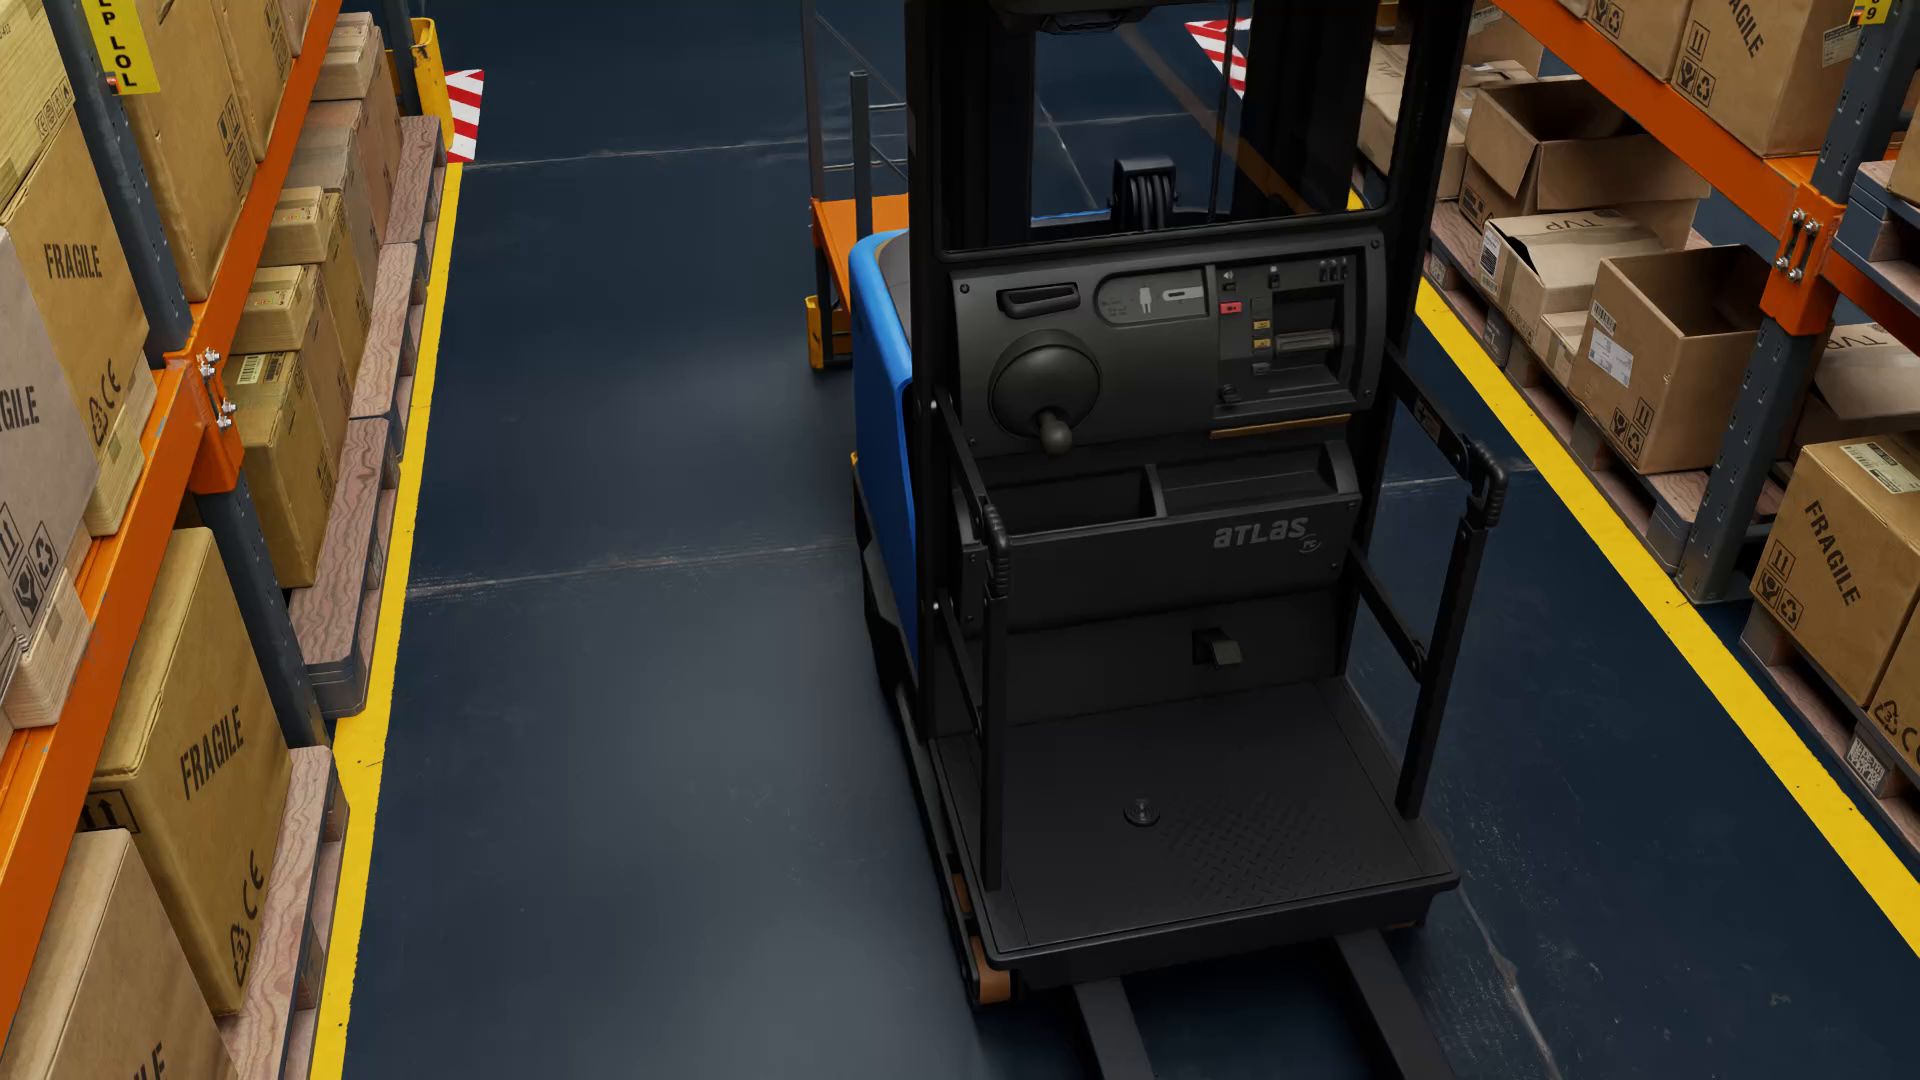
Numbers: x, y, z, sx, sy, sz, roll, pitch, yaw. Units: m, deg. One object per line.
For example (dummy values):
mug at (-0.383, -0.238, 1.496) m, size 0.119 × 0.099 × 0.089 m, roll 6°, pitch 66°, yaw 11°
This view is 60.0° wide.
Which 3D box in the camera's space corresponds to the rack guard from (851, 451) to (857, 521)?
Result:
rack guard at (-0.048, -0.189, 5.290) m, size 0.587 × 0.250 × 0.087 m, roll -8°, pitch 38°, yaw -10°

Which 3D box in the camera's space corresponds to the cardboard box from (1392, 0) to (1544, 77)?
cardboard box at (2.319, -2.373, 7.539) m, size 0.500 × 0.500 × 0.500 m, roll -6°, pitch 38°, yaw -8°

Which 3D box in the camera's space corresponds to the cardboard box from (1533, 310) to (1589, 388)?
cardboard box at (2.178, -0.654, 5.612) m, size 0.380 × 0.149 × 0.250 m, roll -6°, pitch 38°, yaw -8°

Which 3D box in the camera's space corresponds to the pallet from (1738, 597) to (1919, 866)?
pallet at (2.862, 0.516, 4.414) m, size 1.003 × 0.211 × 1.213 m, roll -6°, pitch 38°, yaw -8°

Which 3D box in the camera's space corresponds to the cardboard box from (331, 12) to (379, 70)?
cardboard box at (-2.472, -1.918, 6.441) m, size 0.380 × 0.149 × 0.250 m, roll -7°, pitch 38°, yaw -8°

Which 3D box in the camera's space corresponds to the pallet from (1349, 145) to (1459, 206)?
pallet at (2.135, -1.860, 7.472) m, size 1.003 × 0.211 × 1.213 m, roll -6°, pitch 38°, yaw -8°

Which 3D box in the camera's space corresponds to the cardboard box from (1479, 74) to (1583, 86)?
cardboard box at (2.456, -1.697, 6.873) m, size 0.500 × 0.250 × 0.500 m, roll -6°, pitch 38°, yaw -8°

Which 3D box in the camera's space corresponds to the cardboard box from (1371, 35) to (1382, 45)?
cardboard box at (1.716, -2.246, 7.662) m, size 0.380 × 0.149 × 0.250 m, roll -6°, pitch 38°, yaw -8°

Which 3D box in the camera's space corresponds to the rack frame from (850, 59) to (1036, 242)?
rack frame at (-0.044, -0.671, 4.892) m, size 0.500 × 1.500 × 0.032 m, roll -8°, pitch 38°, yaw -10°

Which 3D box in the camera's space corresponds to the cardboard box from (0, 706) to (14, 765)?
cardboard box at (-1.706, 0.347, 2.547) m, size 0.380 × 0.149 × 0.250 m, roll -6°, pitch 38°, yaw -8°

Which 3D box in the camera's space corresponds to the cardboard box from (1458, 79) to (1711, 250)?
cardboard box at (2.348, -1.395, 6.276) m, size 0.797 × 0.503 × 0.637 m, roll -6°, pitch 38°, yaw -8°

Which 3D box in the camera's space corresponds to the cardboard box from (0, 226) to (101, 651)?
cardboard box at (-1.766, -0.143, 2.649) m, size 0.500 × 0.500 × 0.500 m, roll -6°, pitch 38°, yaw -8°

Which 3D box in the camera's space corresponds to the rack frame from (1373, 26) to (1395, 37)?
rack frame at (1.981, -3.488, 7.295) m, size 1.000 × 3.000 × 0.127 m, roll -6°, pitch 38°, yaw -8°

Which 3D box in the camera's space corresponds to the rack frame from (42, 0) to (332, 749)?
rack frame at (-2.194, -0.537, 3.497) m, size 1.000 × 3.000 × 0.127 m, roll -6°, pitch 38°, yaw -8°

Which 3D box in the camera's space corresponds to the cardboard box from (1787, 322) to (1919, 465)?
cardboard box at (2.821, -0.461, 5.232) m, size 0.500 × 0.311 × 0.500 m, roll -6°, pitch 38°, yaw -8°

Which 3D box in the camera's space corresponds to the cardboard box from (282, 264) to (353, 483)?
cardboard box at (-2.309, -0.483, 5.121) m, size 0.700 × 0.500 × 0.500 m, roll -7°, pitch 38°, yaw -8°

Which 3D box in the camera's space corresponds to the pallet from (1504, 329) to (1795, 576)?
pallet at (2.563, -0.386, 5.575) m, size 1.003 × 0.211 × 1.213 m, roll -6°, pitch 38°, yaw -8°

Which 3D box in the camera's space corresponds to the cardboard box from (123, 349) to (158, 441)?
cardboard box at (-1.856, -0.272, 3.344) m, size 0.380 × 0.149 × 0.250 m, roll -6°, pitch 38°, yaw -8°

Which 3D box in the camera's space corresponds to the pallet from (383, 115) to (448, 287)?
pallet at (-2.678, -1.378, 6.851) m, size 1.003 × 0.211 × 1.213 m, roll -6°, pitch 38°, yaw -8°

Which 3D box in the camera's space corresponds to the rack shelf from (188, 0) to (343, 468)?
rack shelf at (-2.545, -1.461, 5.272) m, size 1.077 × 0.370 × 4.000 m, roll -6°, pitch 38°, yaw -8°

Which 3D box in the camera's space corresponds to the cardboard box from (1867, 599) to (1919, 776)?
cardboard box at (2.631, 0.380, 3.994) m, size 0.500 × 0.500 × 0.500 m, roll -6°, pitch 38°, yaw -7°

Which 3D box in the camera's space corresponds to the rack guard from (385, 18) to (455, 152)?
rack guard at (-2.900, -1.981, 7.392) m, size 1.175 × 0.500 × 0.348 m, roll -6°, pitch 38°, yaw -8°

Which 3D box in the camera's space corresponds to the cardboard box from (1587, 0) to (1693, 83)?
cardboard box at (2.250, -1.697, 4.908) m, size 0.500 × 0.500 × 0.500 m, roll -5°, pitch 38°, yaw -7°

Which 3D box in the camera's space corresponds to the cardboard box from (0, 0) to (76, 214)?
cardboard box at (-1.861, -0.744, 2.811) m, size 0.500 × 0.250 × 0.500 m, roll -5°, pitch 38°, yaw -7°

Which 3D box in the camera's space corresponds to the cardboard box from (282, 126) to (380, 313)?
cardboard box at (-2.498, -1.114, 5.934) m, size 0.700 × 0.500 × 0.500 m, roll -7°, pitch 38°, yaw -9°

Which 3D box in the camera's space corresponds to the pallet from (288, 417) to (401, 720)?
pallet at (-2.251, 0.096, 4.954) m, size 1.003 × 0.211 × 1.213 m, roll -6°, pitch 38°, yaw -8°

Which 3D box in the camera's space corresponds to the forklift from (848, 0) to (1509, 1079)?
forklift at (0.493, -0.338, 3.296) m, size 1.130 × 2.935 × 3.031 m, roll -8°, pitch 38°, yaw -10°

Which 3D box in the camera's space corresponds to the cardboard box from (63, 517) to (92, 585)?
cardboard box at (-1.788, 0.039, 2.944) m, size 0.380 × 0.149 × 0.250 m, roll -5°, pitch 38°, yaw -7°

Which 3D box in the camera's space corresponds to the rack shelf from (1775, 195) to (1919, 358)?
rack shelf at (3.033, 0.420, 2.851) m, size 1.077 × 0.370 × 4.000 m, roll -6°, pitch 38°, yaw -8°

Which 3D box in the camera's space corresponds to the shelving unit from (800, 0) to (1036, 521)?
shelving unit at (-0.155, -0.981, 5.291) m, size 0.587 × 1.500 × 1.083 m, roll -8°, pitch 38°, yaw -10°

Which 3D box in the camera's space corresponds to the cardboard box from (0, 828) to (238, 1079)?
cardboard box at (-1.794, 1.061, 2.849) m, size 0.750 × 0.750 × 0.750 m, roll -5°, pitch 38°, yaw -7°

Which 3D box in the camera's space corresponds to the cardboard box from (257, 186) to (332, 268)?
cardboard box at (-2.197, -0.977, 5.229) m, size 0.380 × 0.149 × 0.250 m, roll -7°, pitch 38°, yaw -9°

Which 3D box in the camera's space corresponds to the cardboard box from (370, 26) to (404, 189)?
cardboard box at (-2.674, -1.720, 6.714) m, size 0.700 × 0.500 × 0.500 m, roll -6°, pitch 38°, yaw -8°

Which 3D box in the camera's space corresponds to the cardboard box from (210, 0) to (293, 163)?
cardboard box at (-2.396, -1.427, 4.397) m, size 0.980 × 0.700 × 0.700 m, roll -7°, pitch 38°, yaw -9°

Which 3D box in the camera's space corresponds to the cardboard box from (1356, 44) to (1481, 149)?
cardboard box at (1.884, -1.915, 7.153) m, size 0.500 × 0.250 × 0.500 m, roll -6°, pitch 38°, yaw -8°

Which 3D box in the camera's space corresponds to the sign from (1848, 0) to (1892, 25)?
sign at (2.149, -1.351, 3.839) m, size 0.100 × 0.325 × 0.005 m, roll -6°, pitch 38°, yaw -8°
